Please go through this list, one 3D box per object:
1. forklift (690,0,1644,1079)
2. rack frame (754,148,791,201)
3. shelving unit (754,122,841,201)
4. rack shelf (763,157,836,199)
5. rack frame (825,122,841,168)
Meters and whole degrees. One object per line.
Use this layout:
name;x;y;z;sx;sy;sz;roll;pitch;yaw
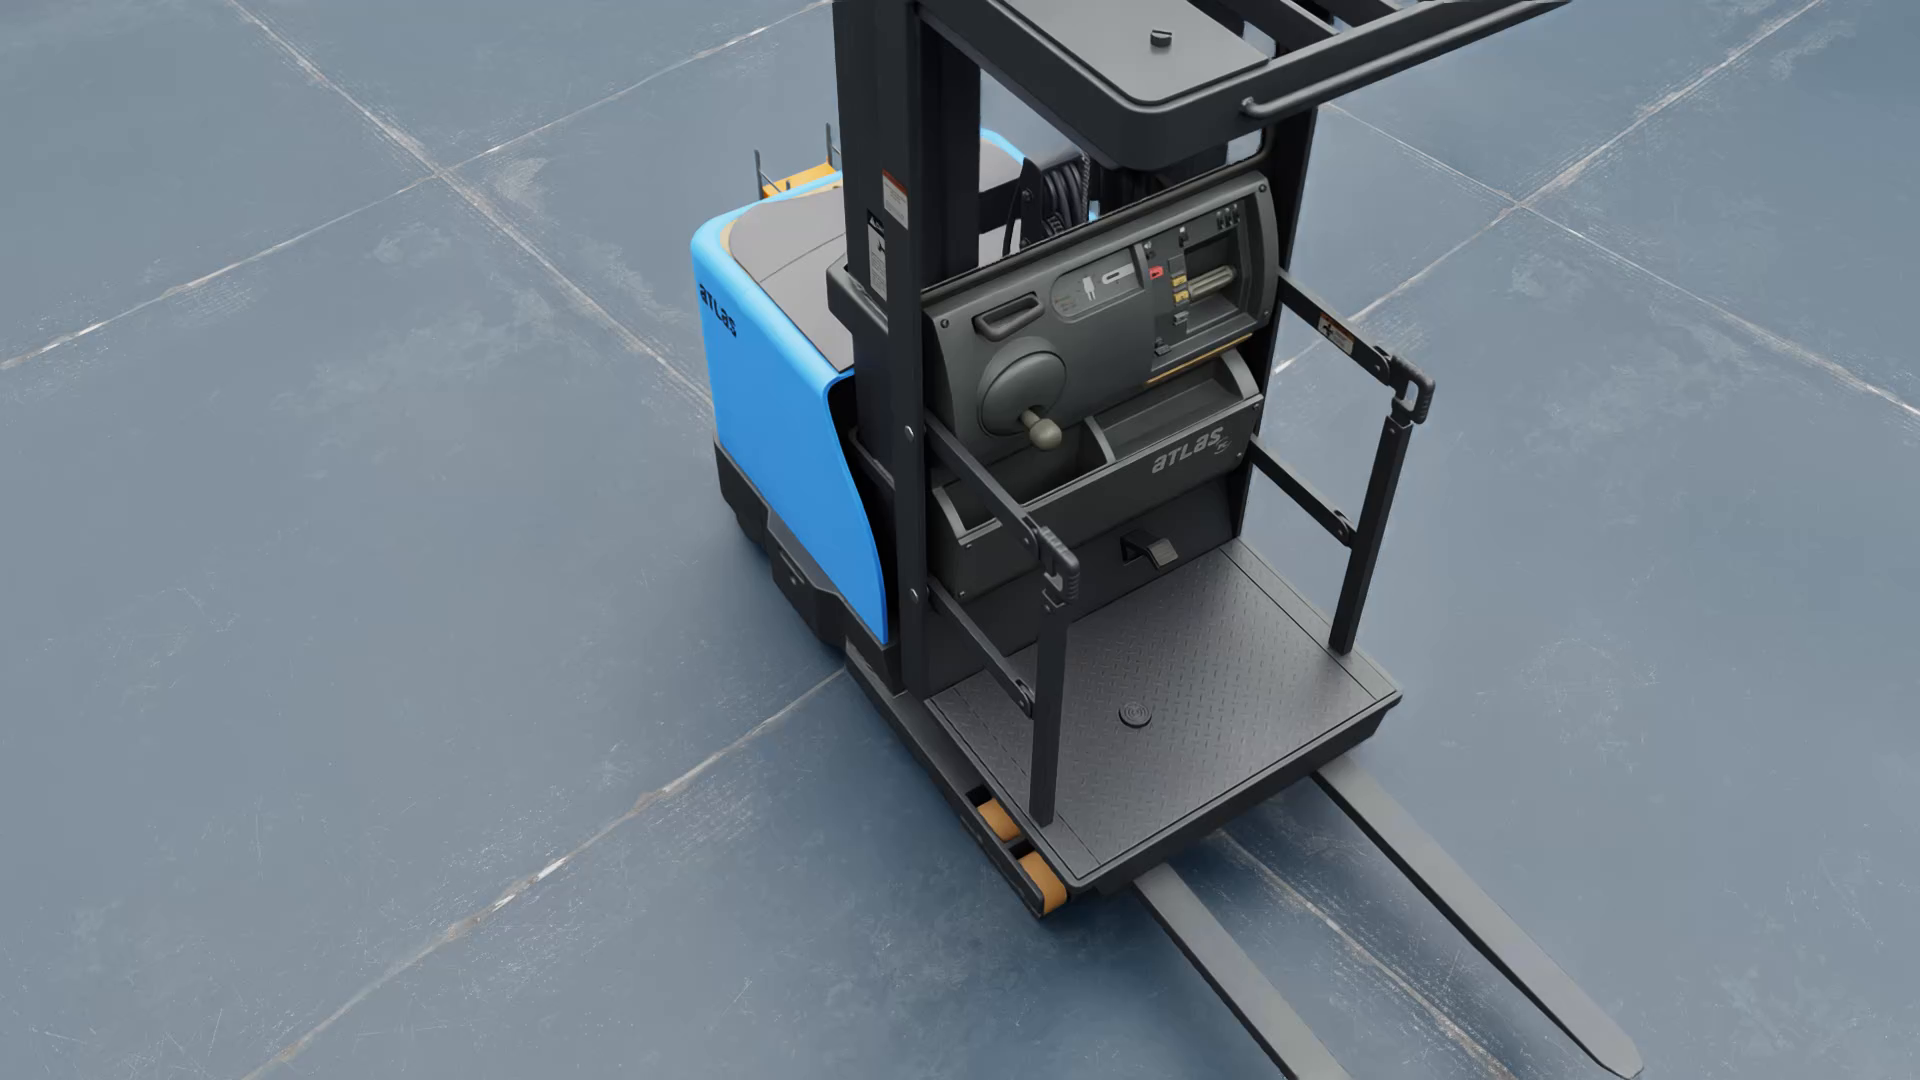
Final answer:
forklift;0.467;-0.423;3.646;1.130;2.935;3.031;-26;52;-22
rack frame;-0.546;-0.732;5.211;0.008;1.050;0.200;-27;53;-22
shelving unit;-0.445;-0.783;5.258;0.252;1.050;0.215;-27;53;-22
rack shelf;-0.445;-0.968;5.057;0.240;0.259;0.215;-27;53;-22
rack frame;-0.344;-0.833;5.305;0.008;1.050;0.200;-27;53;-22
